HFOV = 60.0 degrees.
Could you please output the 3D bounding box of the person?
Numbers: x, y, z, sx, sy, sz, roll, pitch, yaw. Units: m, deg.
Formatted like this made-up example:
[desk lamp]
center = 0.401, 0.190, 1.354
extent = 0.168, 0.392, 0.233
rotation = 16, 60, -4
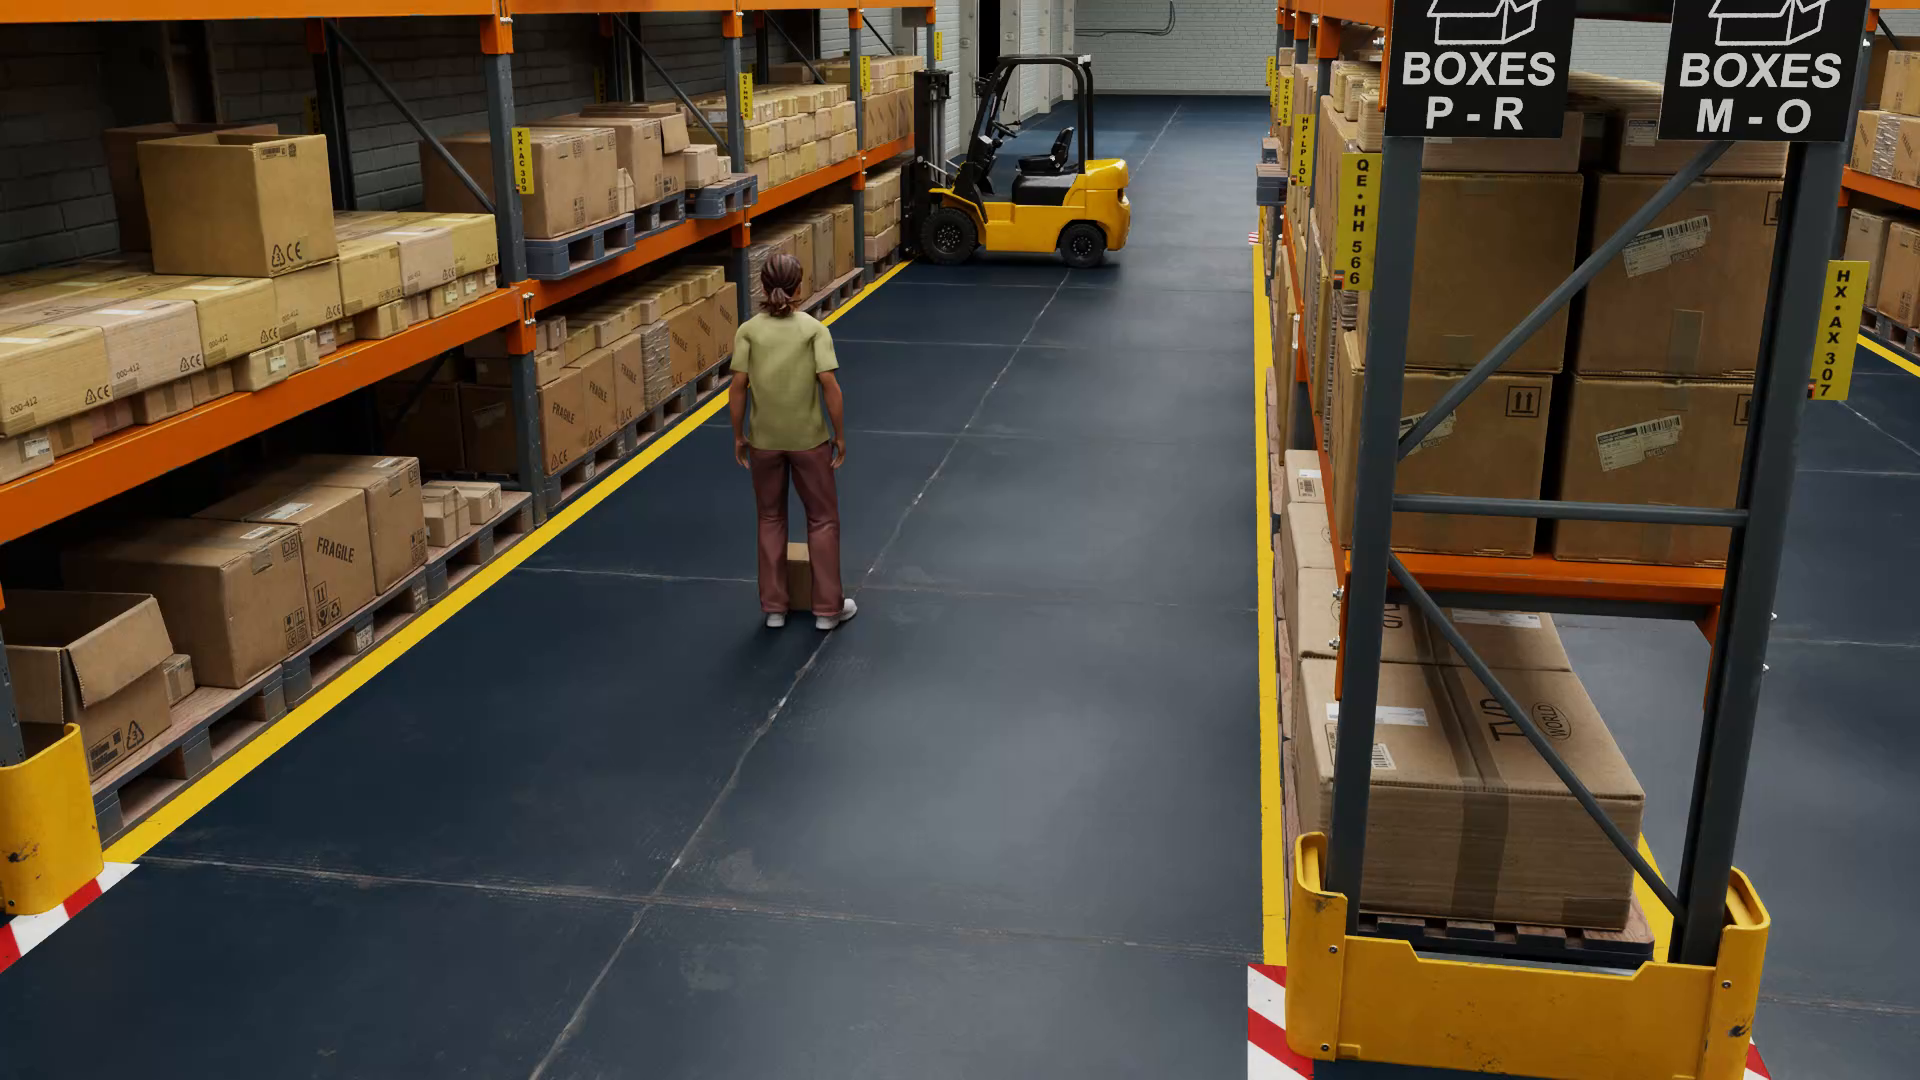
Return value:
[person]
center = -0.748, -0.423, 7.373
extent = 0.518, 1.666, 0.365
rotation = 2, 18, 5
